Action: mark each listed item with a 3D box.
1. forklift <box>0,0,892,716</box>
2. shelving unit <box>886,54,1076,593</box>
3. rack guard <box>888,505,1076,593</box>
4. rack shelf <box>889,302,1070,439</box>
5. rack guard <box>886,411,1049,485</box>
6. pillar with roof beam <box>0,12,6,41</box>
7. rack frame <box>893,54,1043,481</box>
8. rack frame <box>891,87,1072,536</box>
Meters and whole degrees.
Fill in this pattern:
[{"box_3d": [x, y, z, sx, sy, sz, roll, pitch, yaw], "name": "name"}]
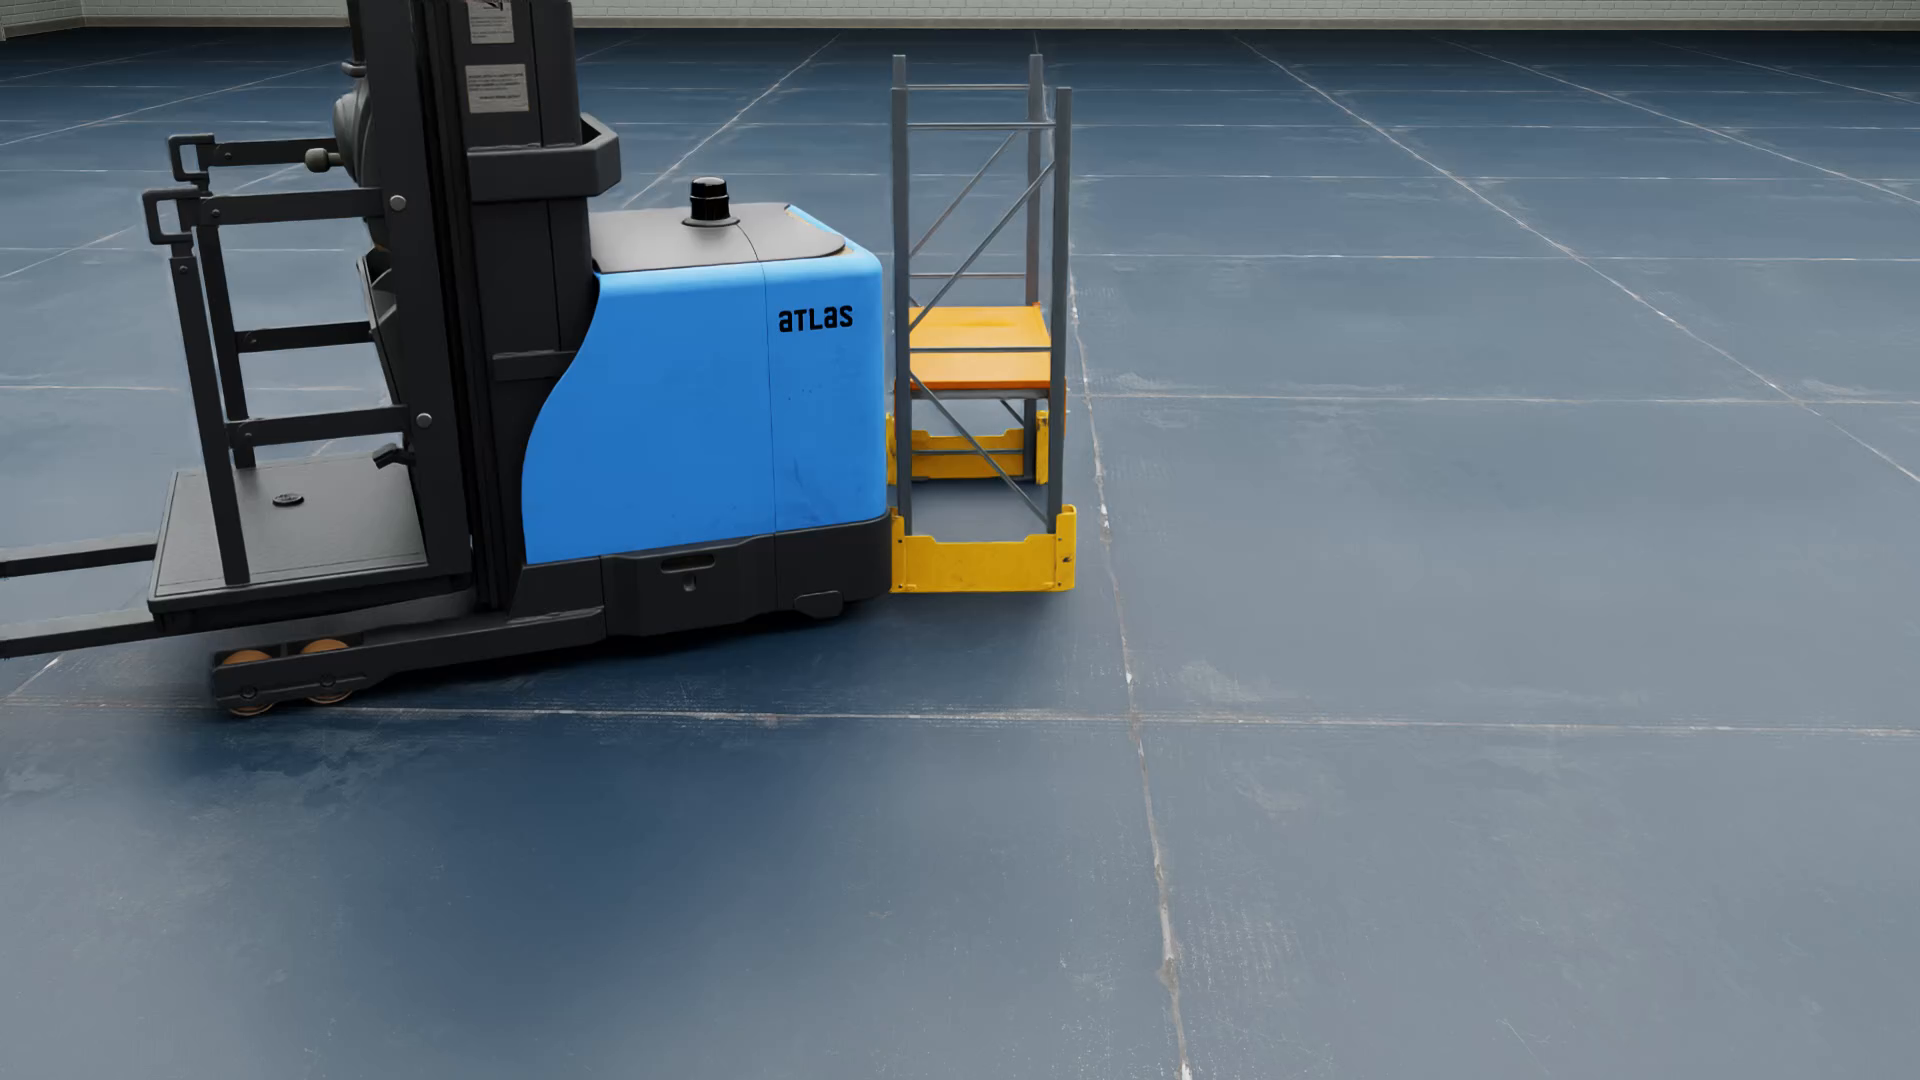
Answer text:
[{"box_3d": [-1.774, -1.123, 4.372, 3.031, 2.935, 1.130, -8, 23, -19], "name": "forklift"}, {"box_3d": [0.043, -0.736, 5.353, 0.587, 1.500, 1.083, -1, 21, -2], "name": "shelving unit"}, {"box_3d": [0.060, 0.026, 5.115, 0.587, 0.250, 0.087, -1, 21, -2], "name": "rack guard"}, {"box_3d": [0.043, -0.572, 5.427, 0.538, 0.185, 1.000, -1, 21, -2], "name": "rack shelf"}, {"box_3d": [0.026, -0.334, 6.043, 0.587, 0.250, 0.087, -1, 21, -2], "name": "rack guard"}, {"box_3d": [-9.910, -11.442, 22.577, 9.100, 9.000, 0.400, 1, 21, 2], "name": "pillar with roof beam"}, {"box_3d": [0.026, -0.923, 5.835, 0.500, 1.500, 0.032, -1, 21, -2], "name": "rack frame"}, {"box_3d": [0.060, -0.556, 4.888, 0.500, 1.500, 0.032, -1, 21, -2], "name": "rack frame"}]
